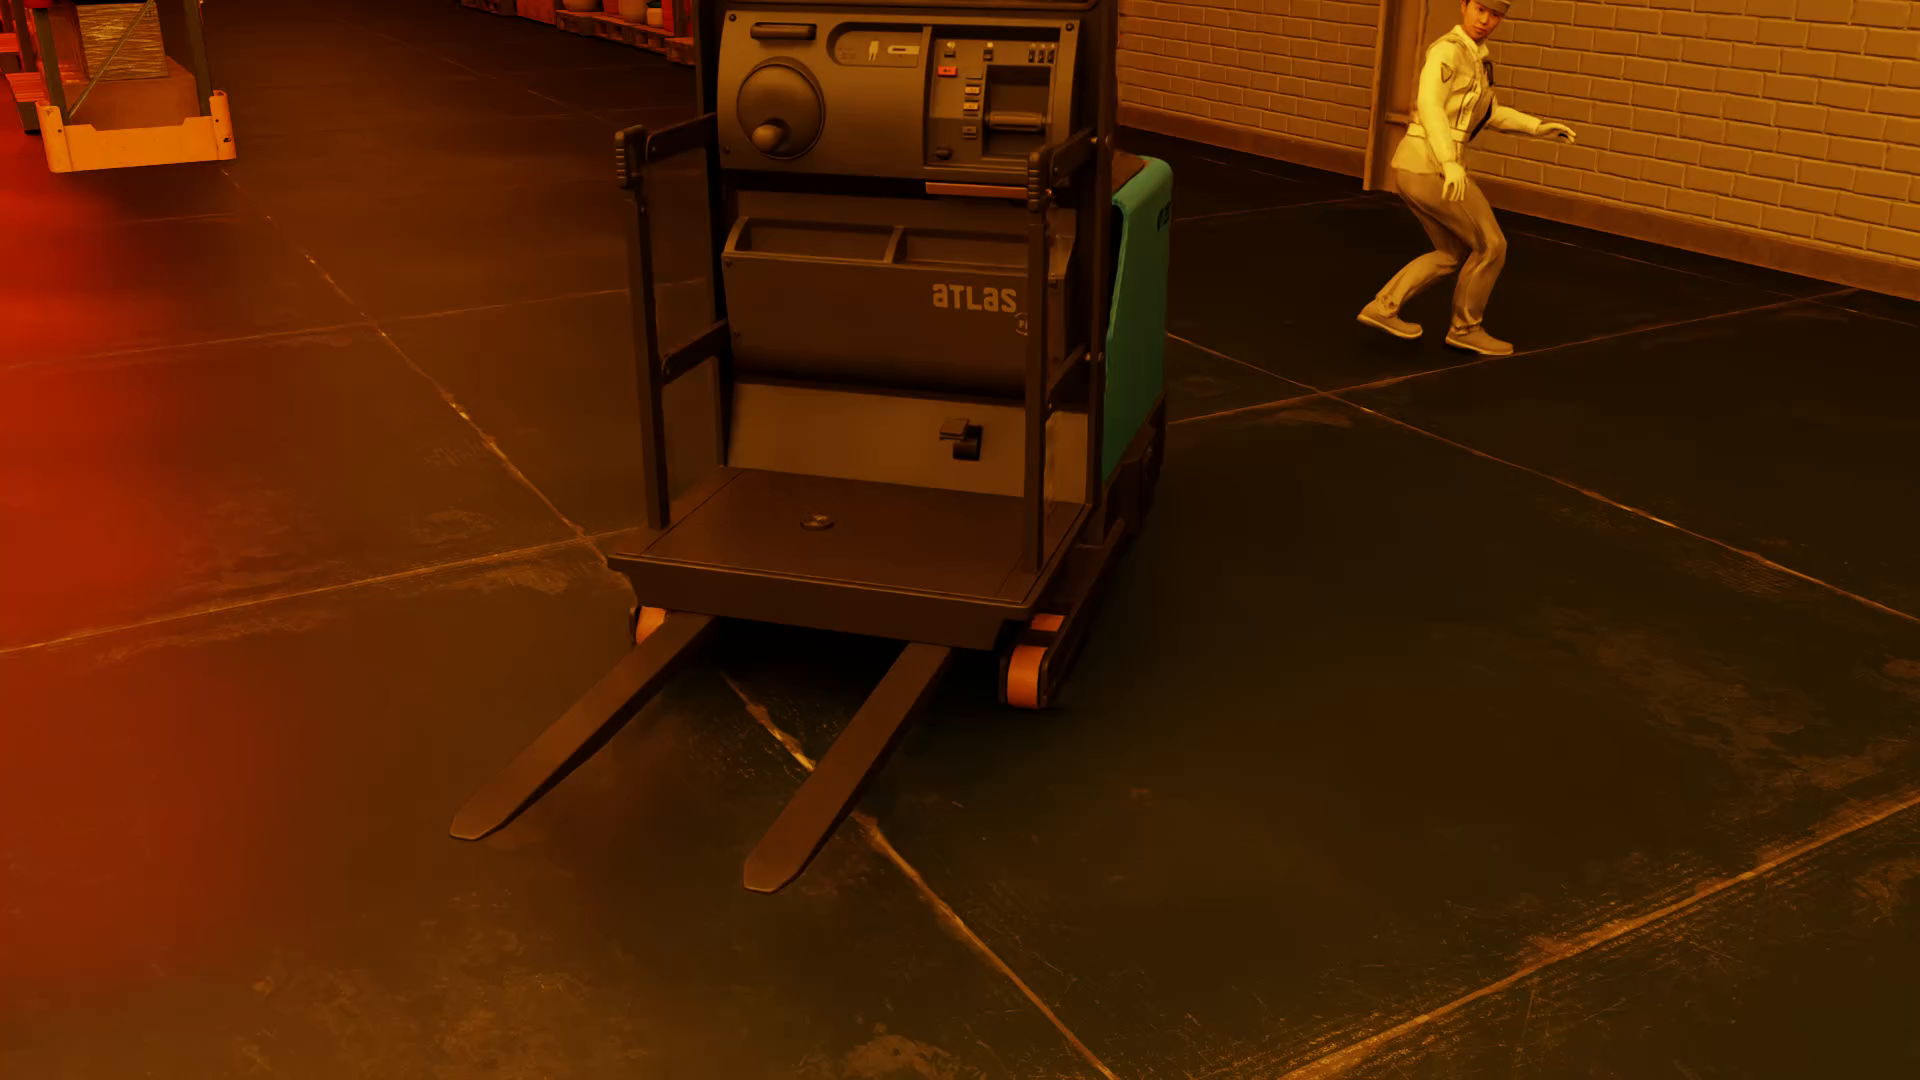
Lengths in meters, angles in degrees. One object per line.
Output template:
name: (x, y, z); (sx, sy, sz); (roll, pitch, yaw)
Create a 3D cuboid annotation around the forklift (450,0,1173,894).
forklift: (-0.223, -1.101, 3.957); (1.130, 2.935, 3.031); (6, 23, 15)

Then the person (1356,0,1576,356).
person: (2.071, -1.479, 6.719); (0.802, 1.552, 0.814); (4, 23, 10)
